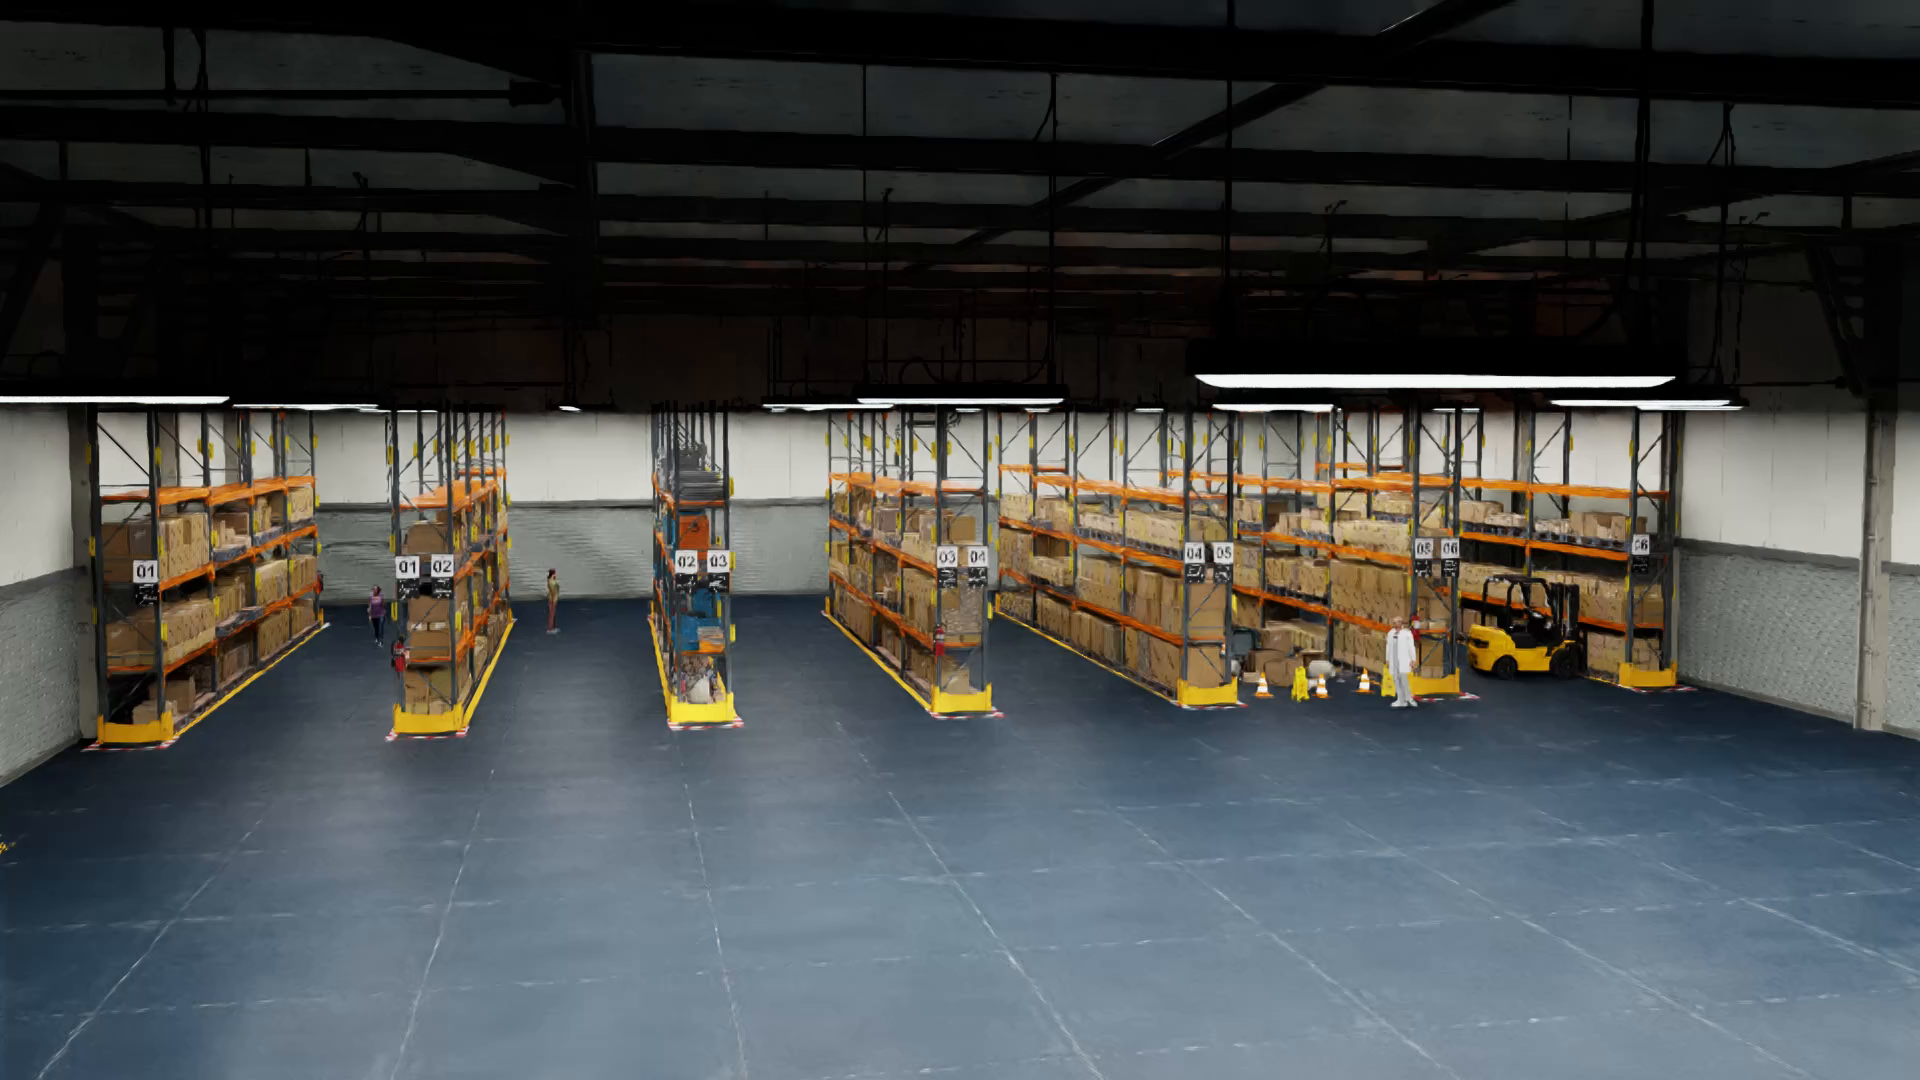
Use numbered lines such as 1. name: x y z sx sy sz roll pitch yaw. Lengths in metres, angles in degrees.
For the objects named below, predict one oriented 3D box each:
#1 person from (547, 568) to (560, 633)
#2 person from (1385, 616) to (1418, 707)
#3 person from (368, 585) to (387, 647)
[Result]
1. person: -10.688 1.574 43.688 0.384 1.678 0.590 -2 5 -22
2. person: 8.633 2.375 32.519 0.454 1.773 0.687 -4 6 -44
3. person: -14.423 1.852 41.125 0.417 1.517 1.029 -1 4 -9
